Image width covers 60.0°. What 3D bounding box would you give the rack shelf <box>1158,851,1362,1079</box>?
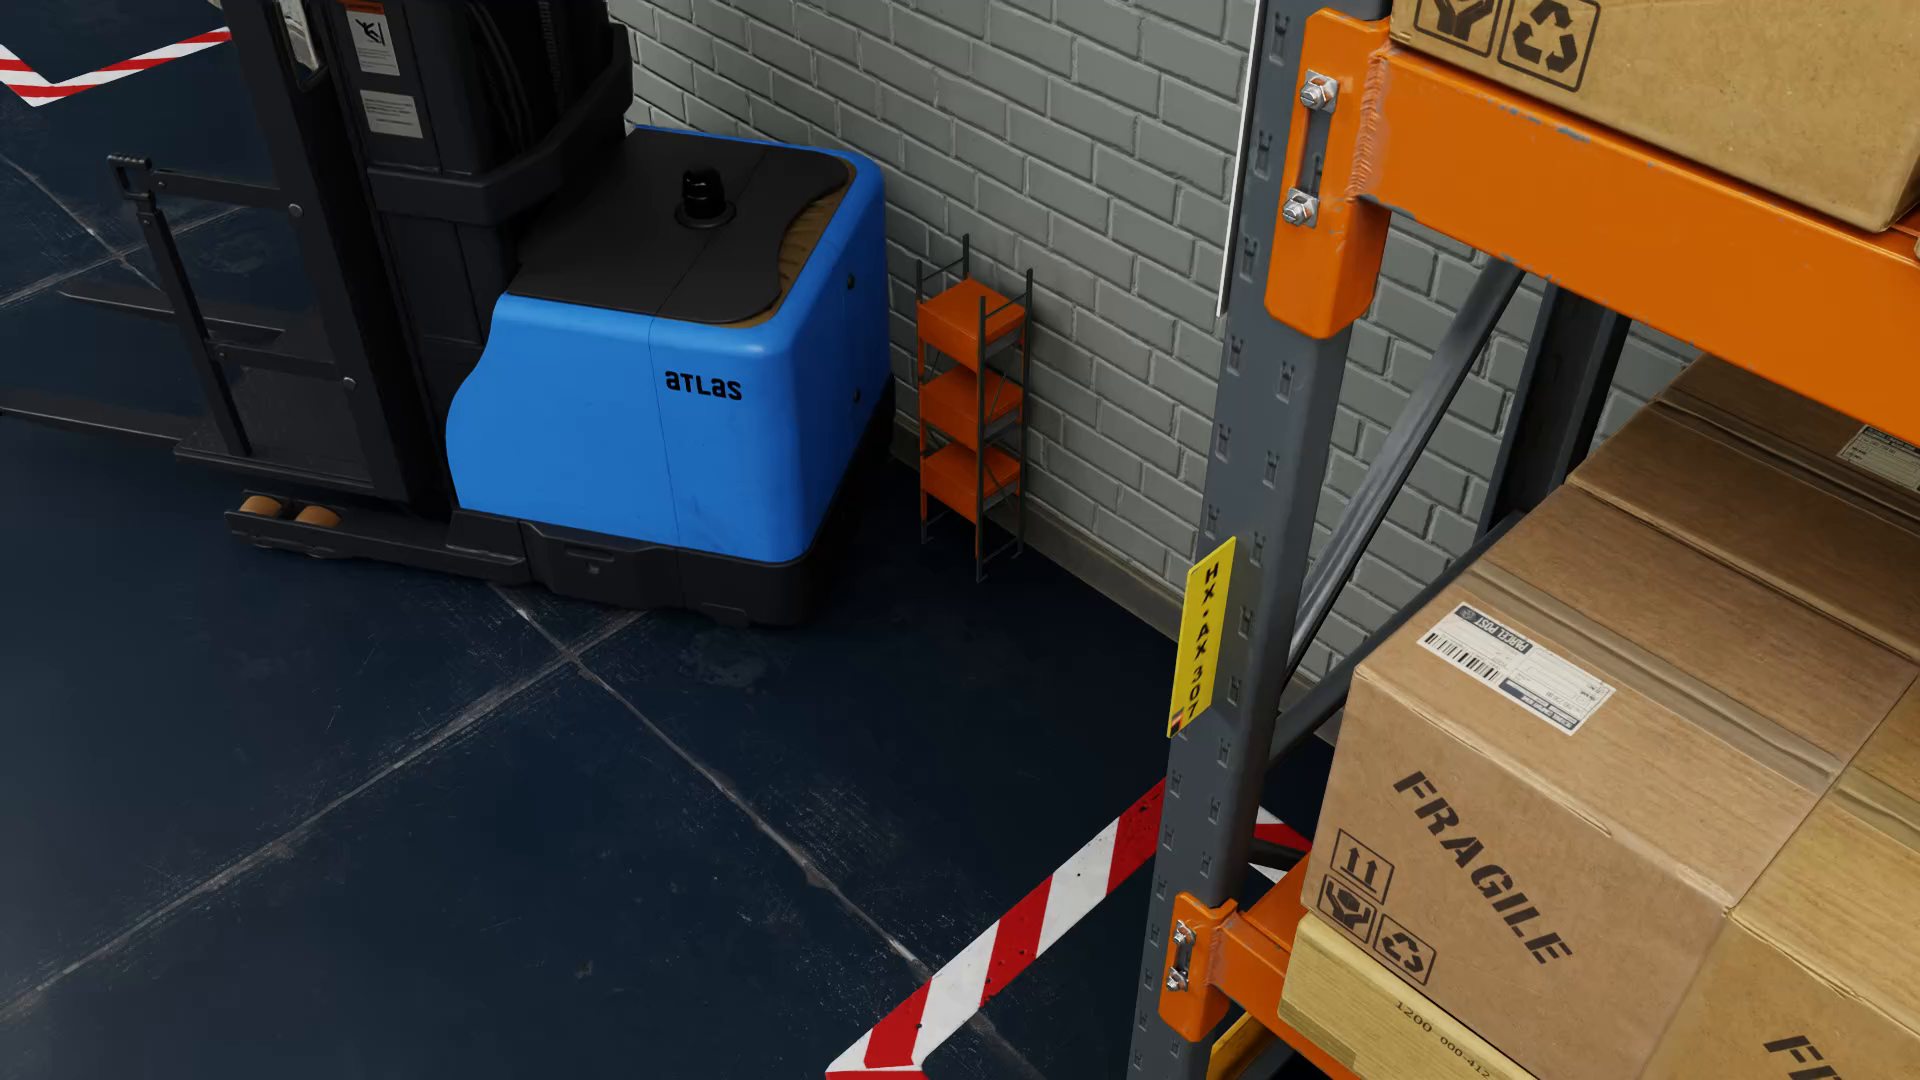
[{"bbox_3d":[2.124,1.419,2.034,1.077,0.370,4.000,-34,53,-31],"label":"rack shelf"}]

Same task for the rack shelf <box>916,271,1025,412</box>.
[{"bbox_3d":[0.038,-0.561,4.680,0.215,0.259,0.240,-34,53,-31],"label":"rack shelf"}]

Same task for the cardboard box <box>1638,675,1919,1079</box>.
[{"bbox_3d":[1.178,0.582,1.953,0.500,0.500,0.500,-34,52,-31],"label":"cardboard box"}]

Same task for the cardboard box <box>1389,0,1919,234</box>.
[{"bbox_3d":[0.771,-0.671,1.468,0.500,0.500,0.500,-33,52,-30],"label":"cardboard box"}]

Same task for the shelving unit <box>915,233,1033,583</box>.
[{"bbox_3d":[0.038,-0.360,4.866,0.215,1.050,0.252,-34,53,-31],"label":"shelving unit"}]

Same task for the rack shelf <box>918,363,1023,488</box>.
[{"bbox_3d":[0.038,-0.352,4.873,0.215,0.259,0.240,-34,53,-31],"label":"rack shelf"}]

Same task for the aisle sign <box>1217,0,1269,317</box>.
[{"bbox_3d":[0.449,-0.652,1.830,0.394,0.787,0.004,-34,53,-31],"label":"aisle sign"}]

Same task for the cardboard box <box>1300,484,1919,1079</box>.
[{"bbox_3d":[0.836,0.340,2.216,0.500,0.500,0.500,-34,53,-31],"label":"cardboard box"}]

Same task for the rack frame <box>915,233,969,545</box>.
[{"bbox_3d":[-0.048,-0.418,4.929,0.200,1.050,0.008,-34,53,-31],"label":"rack frame"}]

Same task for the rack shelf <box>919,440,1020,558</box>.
[{"bbox_3d":[0.038,-0.148,5.062,0.215,0.259,0.240,-34,53,-31],"label":"rack shelf"}]

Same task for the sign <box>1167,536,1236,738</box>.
[{"bbox_3d":[0.328,0.136,2.255,0.100,0.325,0.005,-34,53,-31],"label":"sign"}]

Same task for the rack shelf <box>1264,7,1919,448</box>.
[{"bbox_3d":[2.124,0.317,1.016,1.077,0.370,4.000,-34,53,-31],"label":"rack shelf"}]

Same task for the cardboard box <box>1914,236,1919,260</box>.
[{"bbox_3d":[1.125,-0.396,1.170,0.500,0.500,0.500,-31,51,-29],"label":"cardboard box"}]

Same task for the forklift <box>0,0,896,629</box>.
[{"bbox_3d":[-1.785,-1.355,4.557,3.031,2.935,1.130,10,44,10],"label":"forklift"}]

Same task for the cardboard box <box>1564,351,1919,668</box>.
[{"bbox_3d":[1.195,0.091,2.485,0.500,0.500,0.500,34,52,31],"label":"cardboard box"}]

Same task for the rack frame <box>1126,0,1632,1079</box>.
[{"bbox_3d":[0.712,0.194,2.830,1.000,3.000,0.127,-34,53,-31],"label":"rack frame"}]

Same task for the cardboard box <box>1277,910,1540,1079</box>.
[{"bbox_3d":[0.832,0.628,2.456,0.500,0.250,0.500,33,52,30],"label":"cardboard box"}]

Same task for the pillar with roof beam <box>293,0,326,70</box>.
[{"bbox_3d":[-5.467,-2.908,1.766,9.100,9.000,0.400,-34,53,-31],"label":"pillar with roof beam"}]

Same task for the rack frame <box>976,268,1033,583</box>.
[{"bbox_3d":[0.124,-0.301,4.802,0.200,1.050,0.008,-34,53,-31],"label":"rack frame"}]

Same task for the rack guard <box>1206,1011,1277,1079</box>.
[{"bbox_3d":[0.766,1.148,3.639,1.175,0.500,0.348,-34,53,-31],"label":"rack guard"}]
